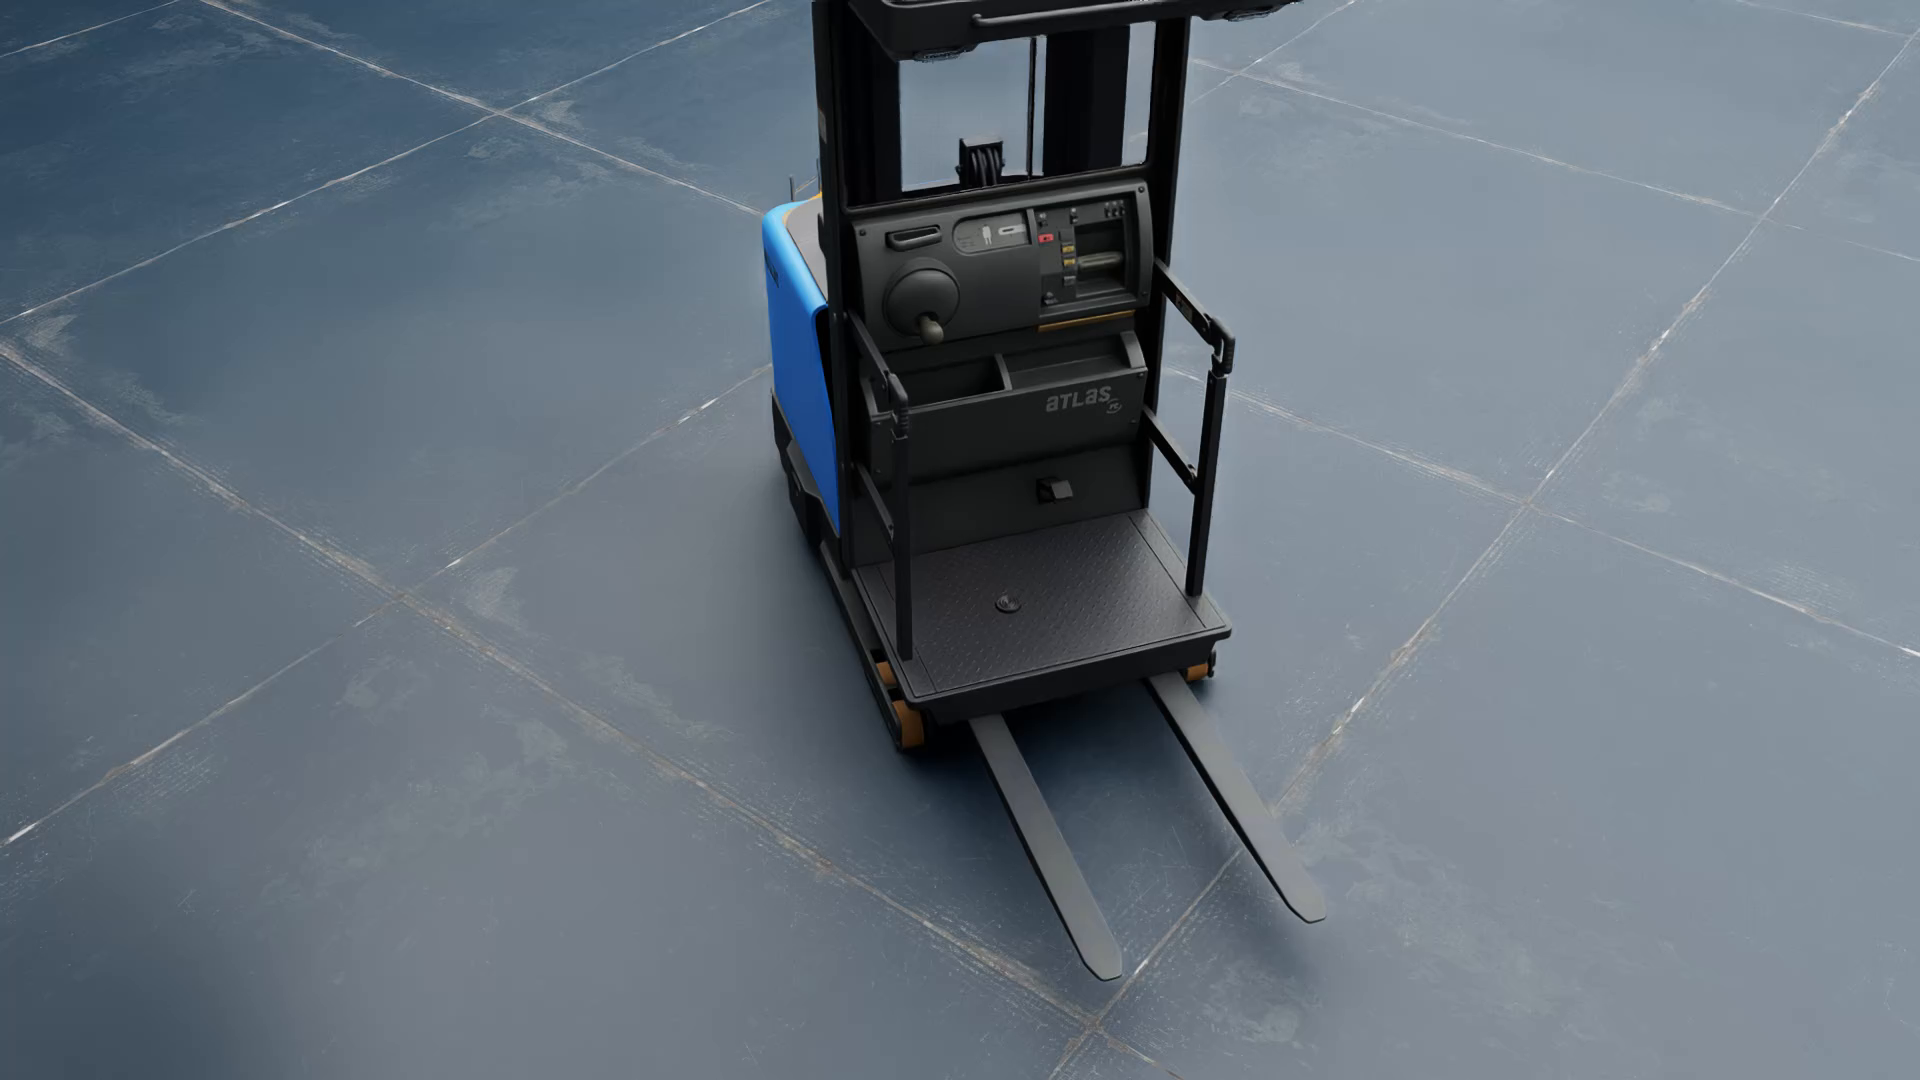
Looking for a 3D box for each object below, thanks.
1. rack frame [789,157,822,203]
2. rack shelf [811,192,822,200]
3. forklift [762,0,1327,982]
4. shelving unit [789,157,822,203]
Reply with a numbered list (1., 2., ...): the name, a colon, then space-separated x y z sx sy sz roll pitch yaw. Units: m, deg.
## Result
1. rack frame: -0.591 -1.017 6.697 0.008 1.050 0.200 20 42 24
2. rack shelf: -0.487 -1.195 6.480 0.240 0.259 0.215 20 42 24
3. forklift: 0.212 -0.761 4.845 1.130 2.935 3.031 -12 40 -14
4. shelving unit: -0.486 -0.979 6.648 0.252 1.050 0.215 20 42 24
